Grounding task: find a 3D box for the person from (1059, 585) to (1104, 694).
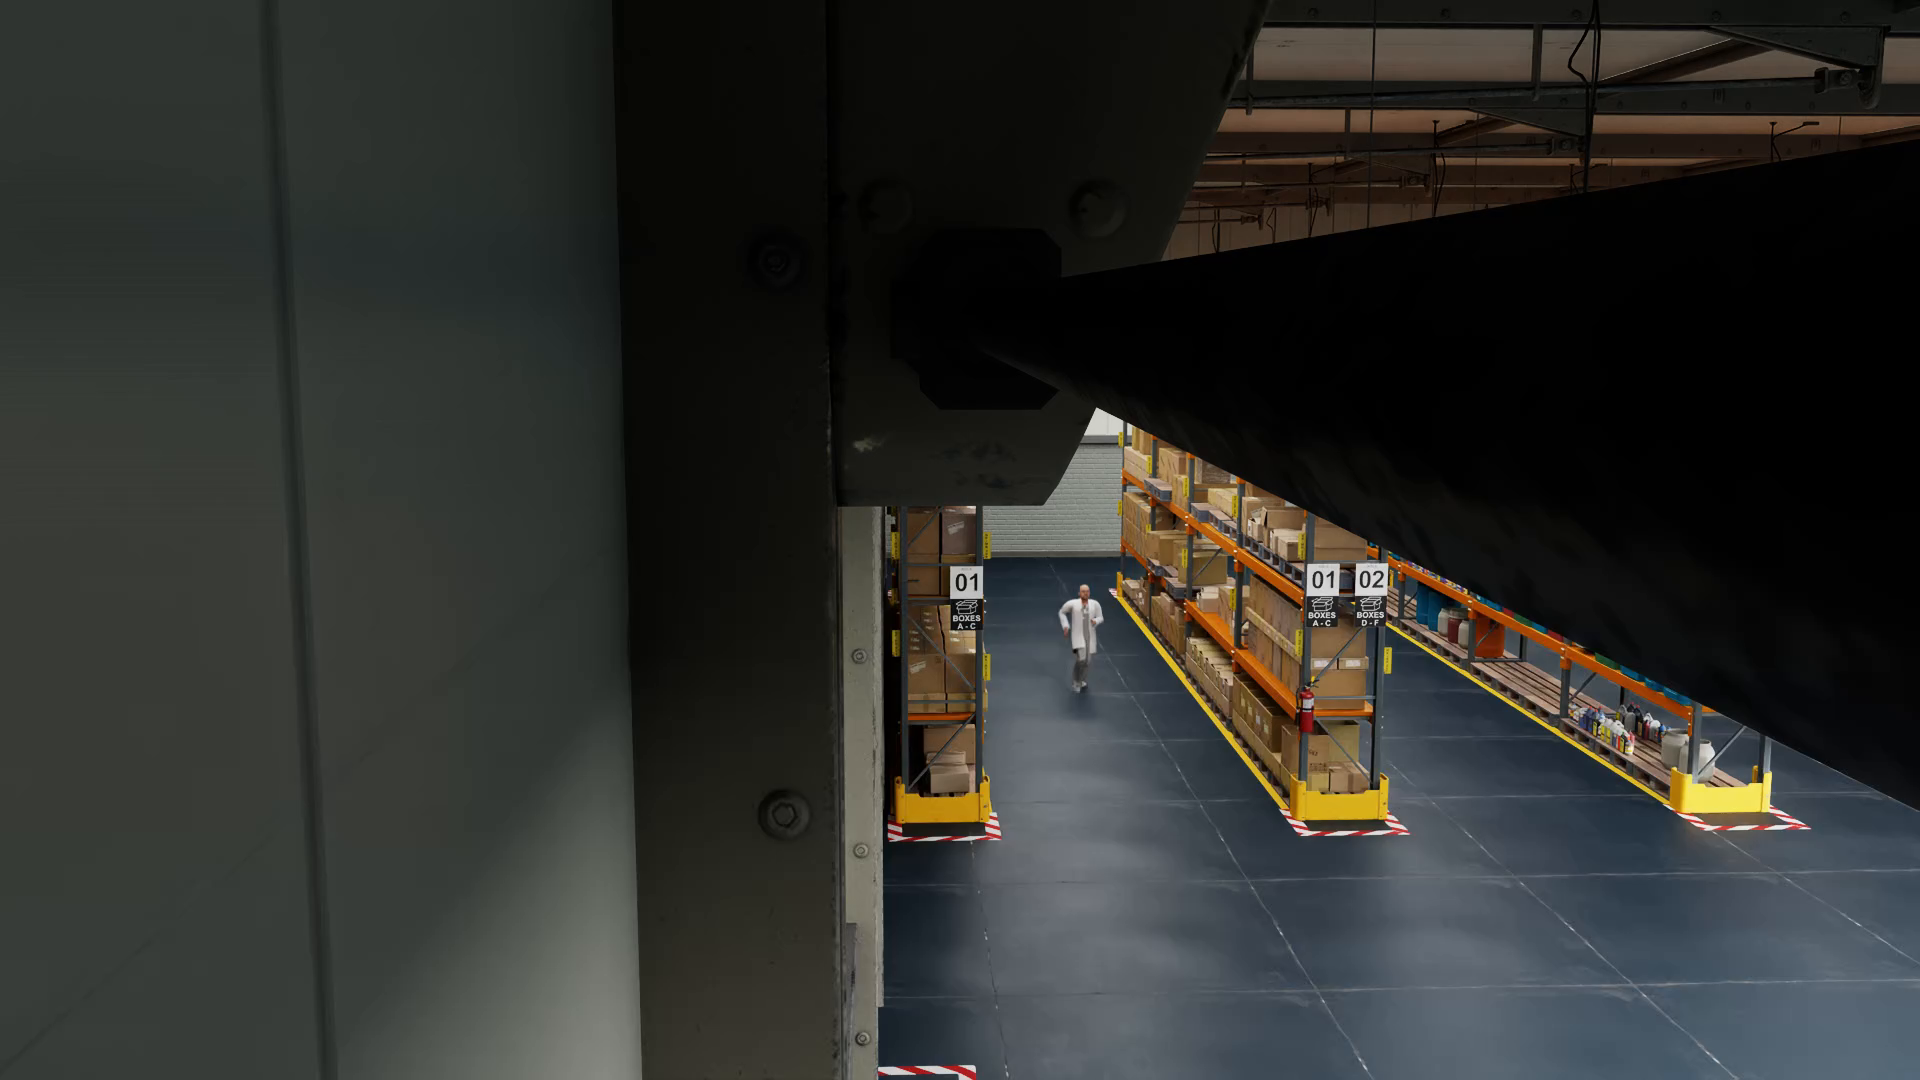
[{"bbox_3d":[2.029,1.626,27.323,0.667,1.790,0.760,-2,8,-16],"label":"person"}]
